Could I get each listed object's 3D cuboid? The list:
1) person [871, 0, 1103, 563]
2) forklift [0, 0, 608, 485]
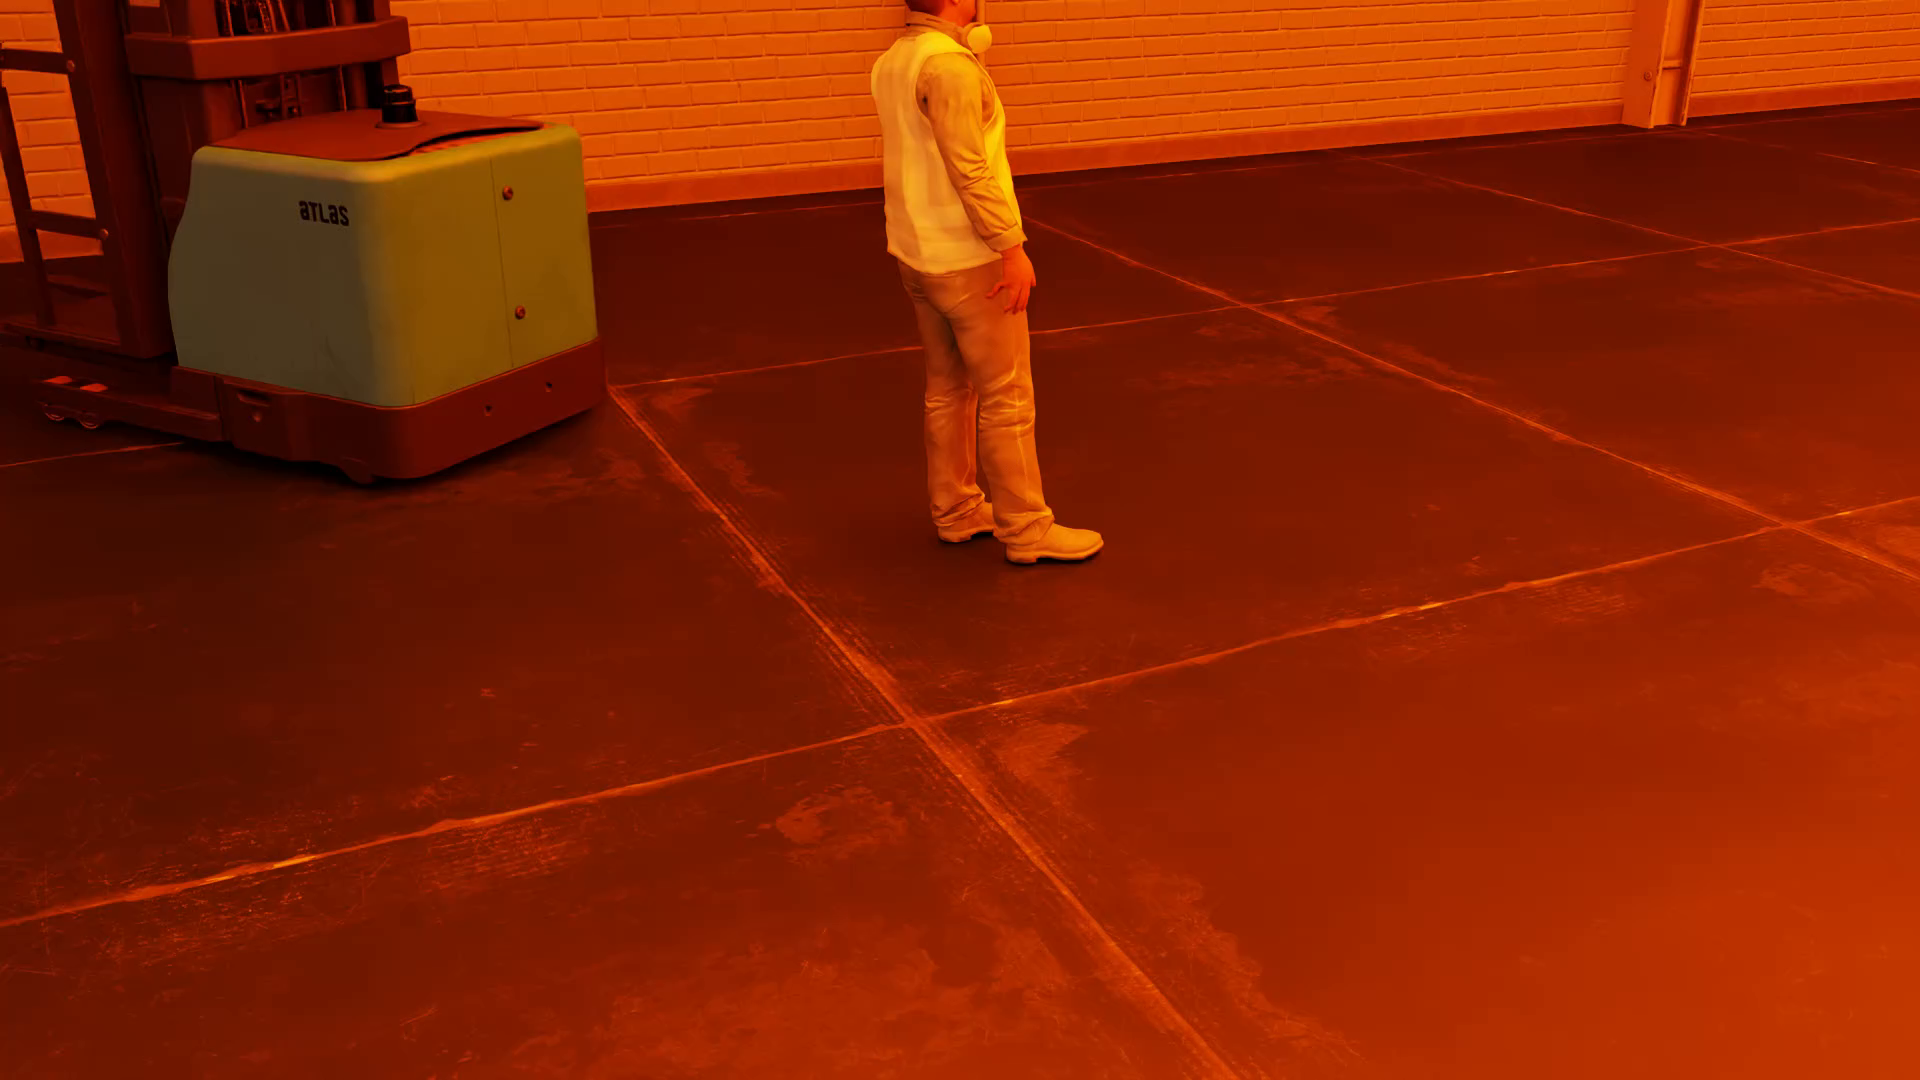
[{"bbox_3d":[0.060,-0.834,4.782,0.566,1.775,0.634,-10,25,-23],"label":"person"},{"bbox_3d":[-2.853,-1.923,5.915,3.031,2.935,1.130,12,25,26],"label":"forklift"}]
